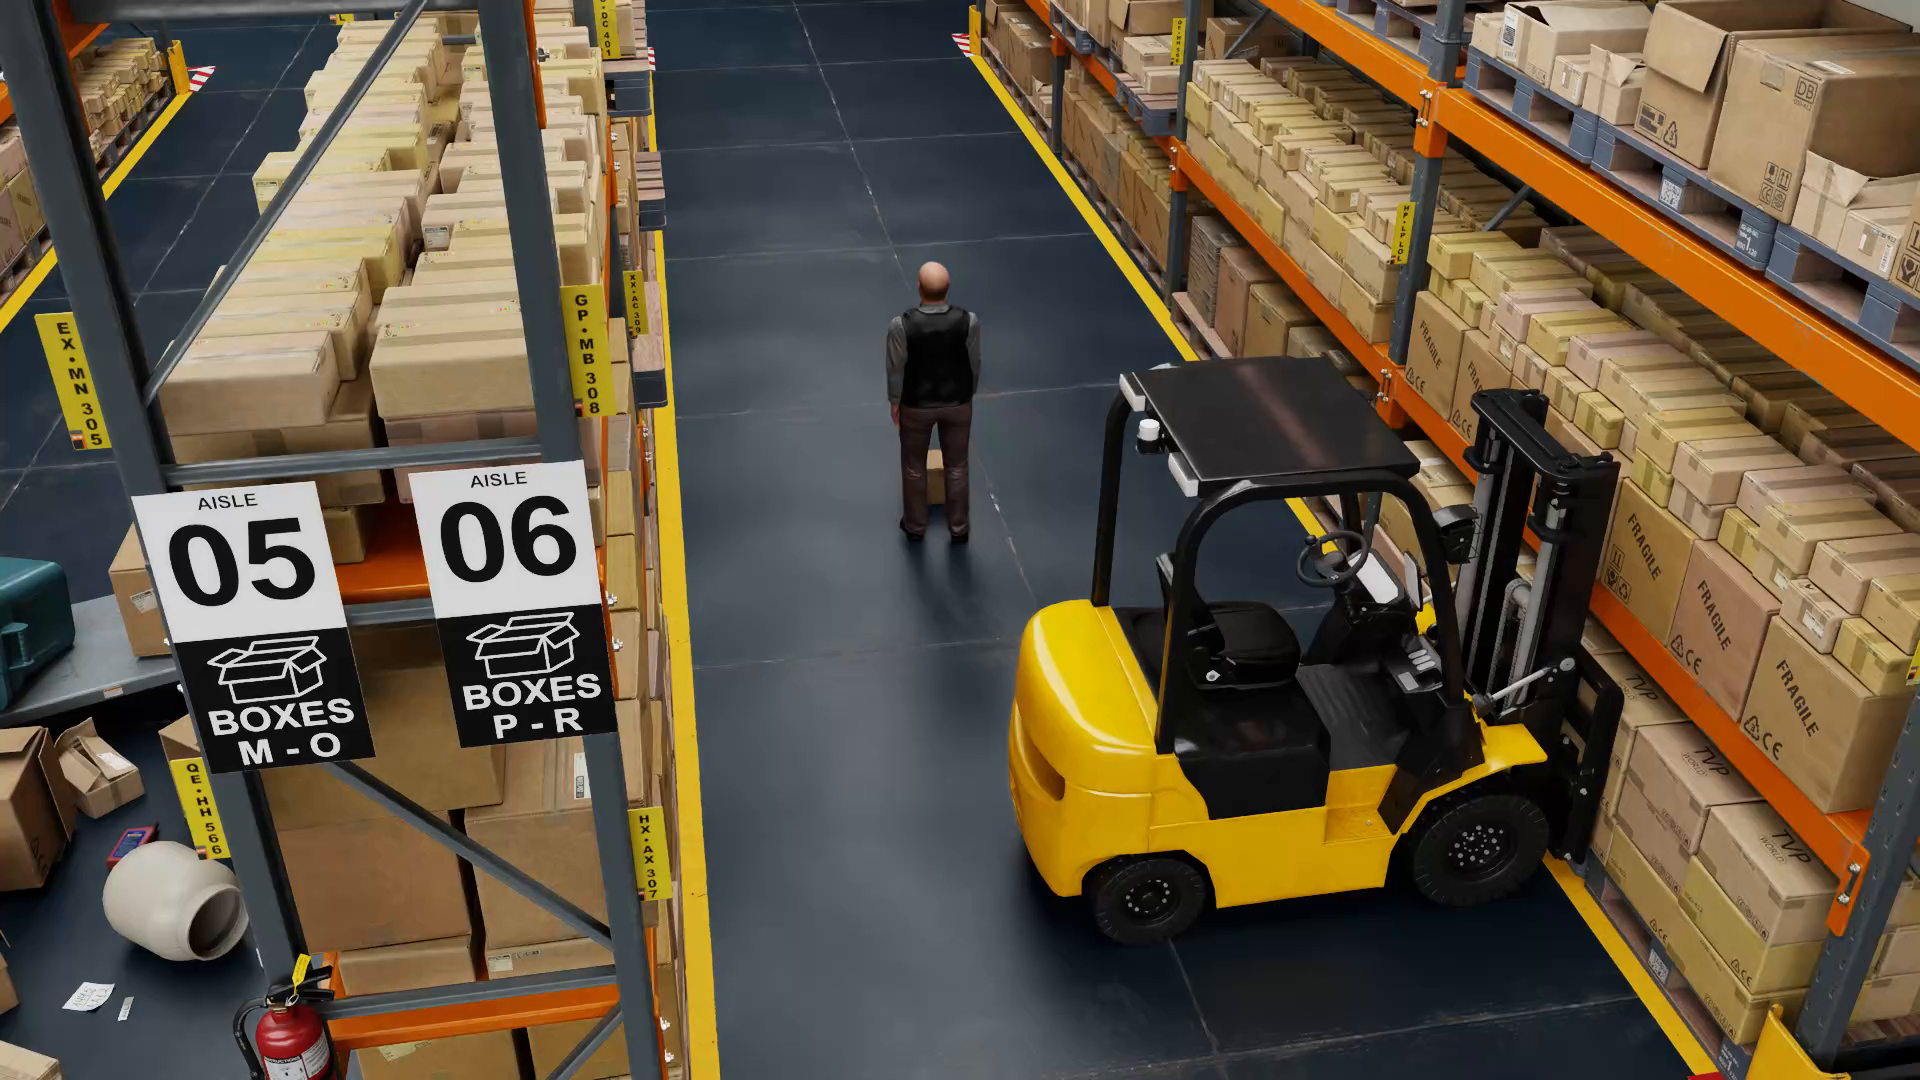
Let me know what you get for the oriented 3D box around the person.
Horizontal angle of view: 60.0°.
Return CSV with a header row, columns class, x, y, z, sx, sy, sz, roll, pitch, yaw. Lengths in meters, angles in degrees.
class,x,y,z,sx,sy,sz,roll,pitch,yaw
person,-0.156,-0.784,9.501,0.544,1.726,0.393,-5,31,-8
